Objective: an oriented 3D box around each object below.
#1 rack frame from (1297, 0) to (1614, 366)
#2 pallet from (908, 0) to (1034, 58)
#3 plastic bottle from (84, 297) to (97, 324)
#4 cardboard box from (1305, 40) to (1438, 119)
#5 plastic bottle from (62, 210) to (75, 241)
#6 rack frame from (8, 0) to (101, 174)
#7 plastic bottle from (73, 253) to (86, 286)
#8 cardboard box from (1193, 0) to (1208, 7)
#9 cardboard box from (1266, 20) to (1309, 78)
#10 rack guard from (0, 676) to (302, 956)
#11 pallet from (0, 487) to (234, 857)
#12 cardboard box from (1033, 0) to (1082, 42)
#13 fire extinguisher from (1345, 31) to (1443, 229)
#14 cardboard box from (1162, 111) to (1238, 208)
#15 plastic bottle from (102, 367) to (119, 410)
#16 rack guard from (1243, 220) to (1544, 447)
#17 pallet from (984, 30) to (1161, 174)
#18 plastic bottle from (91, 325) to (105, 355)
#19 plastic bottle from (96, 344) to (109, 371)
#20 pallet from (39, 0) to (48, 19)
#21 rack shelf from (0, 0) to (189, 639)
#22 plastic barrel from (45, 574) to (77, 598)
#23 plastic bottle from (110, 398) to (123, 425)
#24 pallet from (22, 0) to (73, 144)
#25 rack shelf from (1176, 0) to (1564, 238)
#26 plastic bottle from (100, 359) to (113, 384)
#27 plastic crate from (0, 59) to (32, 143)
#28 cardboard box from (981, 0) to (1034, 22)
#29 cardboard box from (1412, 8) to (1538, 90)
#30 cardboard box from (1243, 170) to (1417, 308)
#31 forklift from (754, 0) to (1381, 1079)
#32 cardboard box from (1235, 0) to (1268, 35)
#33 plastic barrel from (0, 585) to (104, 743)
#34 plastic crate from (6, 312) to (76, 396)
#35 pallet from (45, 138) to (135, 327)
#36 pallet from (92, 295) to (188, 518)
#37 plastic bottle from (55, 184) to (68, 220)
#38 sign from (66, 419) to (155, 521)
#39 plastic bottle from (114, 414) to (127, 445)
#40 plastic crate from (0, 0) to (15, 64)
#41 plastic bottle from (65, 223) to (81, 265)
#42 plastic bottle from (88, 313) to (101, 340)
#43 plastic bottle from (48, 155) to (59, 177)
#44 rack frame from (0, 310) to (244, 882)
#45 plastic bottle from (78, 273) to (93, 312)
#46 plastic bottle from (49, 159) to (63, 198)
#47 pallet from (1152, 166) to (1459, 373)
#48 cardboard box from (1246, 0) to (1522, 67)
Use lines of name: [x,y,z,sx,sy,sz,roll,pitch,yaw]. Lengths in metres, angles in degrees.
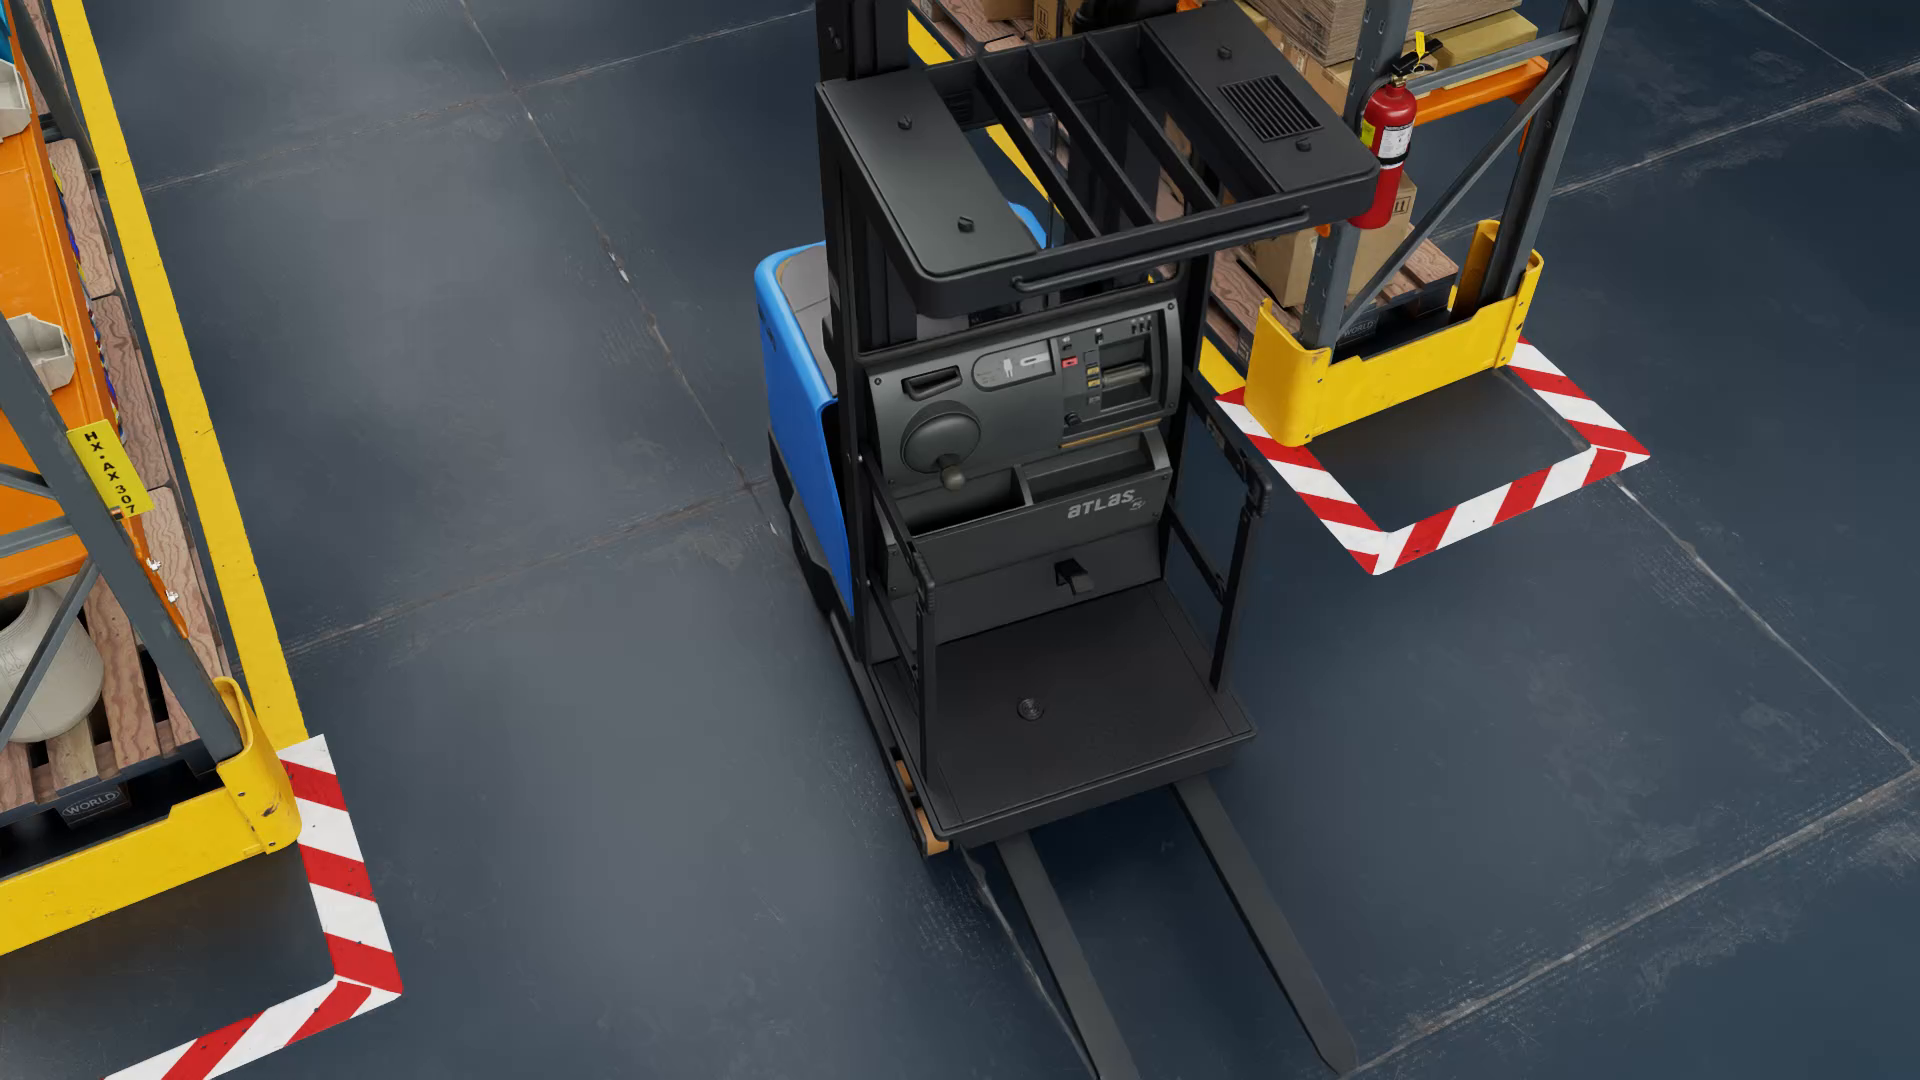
rack frame: [1.757,-1.603,5.659,1.000,3.000,0.127,-21,52,-18]
pallet: [0.265,-2.925,8.668,1.003,0.211,1.213,-21,52,-18]
plastic bottle: [-3.541,-0.941,6.647,0.097,0.201,0.097,0,49,0]
cardboard box: [1.443,-1.640,5.858,0.380,0.149,0.250,-21,52,-18]
plastic bottle: [-3.839,-1.387,6.937,0.144,0.351,0.185,-24,53,-19]
rack frame: [-4.477,-2.574,6.509,1.000,3.000,0.127,-21,52,-18]
plastic bottle: [-3.691,-1.170,6.748,0.144,0.351,0.185,-21,52,-18]
cardboard box: [1.068,-2.130,6.287,0.380,0.149,0.250,-21,52,-18]
cardboard box: [1.329,-1.807,6.005,0.380,0.149,0.250,-21,52,-18]
rack guard: [-2.724,0.891,5.138,1.175,0.500,0.348,-21,52,-18]
pallet: [-3.091,0.441,5.724,1.003,0.211,1.213,-21,52,-18]
cardboard box: [0.697,-2.545,7.864,0.500,0.500,0.500,-26,54,-21]
fire extinguisher: [1.400,-1.342,5.482,0.296,0.674,0.183,-21,52,-18]
cardboard box: [1.182,-1.730,7.152,0.500,0.500,0.500,-9,49,-8]
plastic bottle: [-3.287,-0.626,6.317,0.061,0.283,0.133,-20,52,-17]
rack guard: [1.722,-0.831,6.644,1.175,0.500,0.348,-21,52,-18]
pallet: [0.828,-2.107,7.953,1.003,0.211,1.213,-21,52,-18]
plastic bottle: [-3.447,-0.804,6.527,0.097,0.201,0.097,0,49,0]
plastic bottle: [-3.402,-0.761,6.443,0.097,0.271,0.097,0,49,0]
pallet: [-5.433,-2.986,8.721,1.003,0.211,1.213,-21,52,-18]
rack shelf: [-3.562,-0.999,5.609,1.077,0.370,4.000,-21,52,-18]
plastic barrel: [-3.245,0.034,5.601,0.421,0.512,0.421,0,49,0]
plastic bottle: [-3.247,-0.511,6.271,0.097,0.201,0.097,0,49,0]
pallet: [-4.871,-2.168,8.006,1.003,0.211,1.213,-21,52,-18]
rack shelf: [0.842,-2.705,7.101,1.077,0.370,4.000,-21,52,-18]
plastic bottle: [-3.356,-0.694,6.384,0.097,0.271,0.097,0,49,0]
plastic crate: [-3.509,-1.488,5.734,0.530,0.136,0.437,-21,52,-18]
cardboard box: [0.343,-2.933,8.204,0.500,0.500,0.500,-7,49,-6]
cardboard box: [1.839,-1.793,5.992,0.380,0.149,0.250,-21,52,-18]
cardboard box: [1.486,-1.342,6.813,0.500,0.500,0.500,-13,50,-11]
forklift: [0.274,-0.314,4.578,1.130,2.935,3.031,-16,51,-13]
cardboard box: [1.169,-1.957,6.136,0.380,0.149,0.250,-21,52,-18]
plastic barrel: [-3.016,0.370,5.308,0.421,0.512,0.421,0,49,0]
plastic crate: [-2.770,-0.520,4.887,0.298,0.136,0.250,-21,52,-18]
pallet: [-4.207,-1.192,7.152,1.003,0.211,1.213,-21,52,-18]
pallet: [-3.645,-0.375,6.437,1.003,0.211,1.213,-21,52,-18]
plastic bottle: [-3.926,-1.515,7.050,0.144,0.351,0.185,-22,53,-18]
sign: [-2.156,-0.175,4.226,0.100,0.325,0.005,-21,52,-18]
plastic bottle: [-3.199,-0.464,6.184,0.097,0.271,0.097,0,49,0]
plastic crate: [-3.729,-1.878,5.998,0.499,0.251,0.616,-21,52,-18]
plastic bottle: [-3.727,-1.270,6.880,0.061,0.283,0.133,-18,51,-15]
plastic bottle: [-3.495,-0.896,6.561,0.097,0.271,0.097,0,49,0]
plastic bottle: [-4.034,-1.662,7.278,0.097,0.201,0.097,0,49,0]
rack frame: [-2.647,0.103,4.167,1.000,3.000,0.127,-21,52,-18]
plastic bottle: [-3.620,-1.036,6.680,0.152,0.276,0.135,-20,52,-17]
plastic bottle: [-3.964,-1.616,7.183,0.061,0.283,0.133,-19,51,-16]
pallet: [1.382,-1.292,7.239,1.003,0.211,1.213,-21,52,-18]
cardboard box: [1.530,-2.111,5.840,0.875,0.500,0.500,-21,52,-18]
